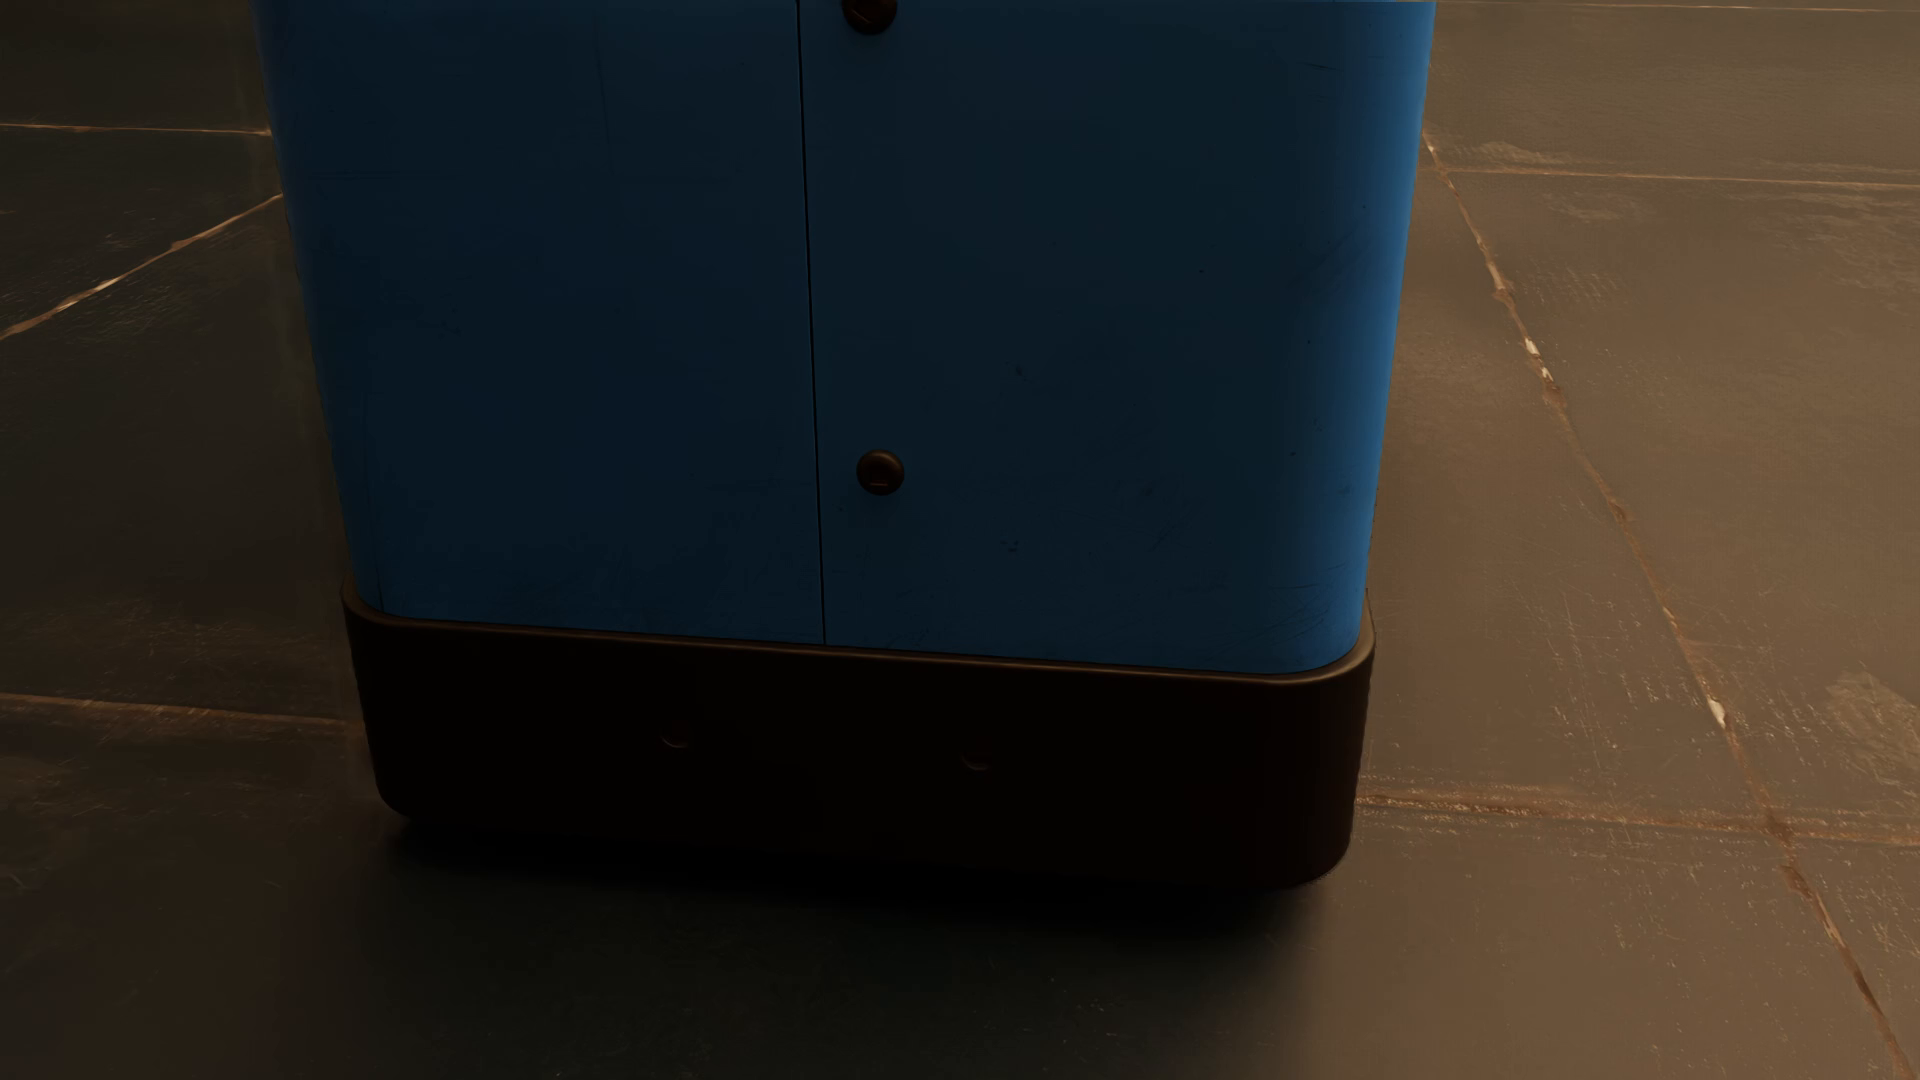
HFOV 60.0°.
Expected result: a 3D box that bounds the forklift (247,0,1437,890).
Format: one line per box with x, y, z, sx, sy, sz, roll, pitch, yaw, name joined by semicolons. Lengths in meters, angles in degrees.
0.063;-1.595;2.414;1.130;2.935;3.031;3;27;7;forklift
